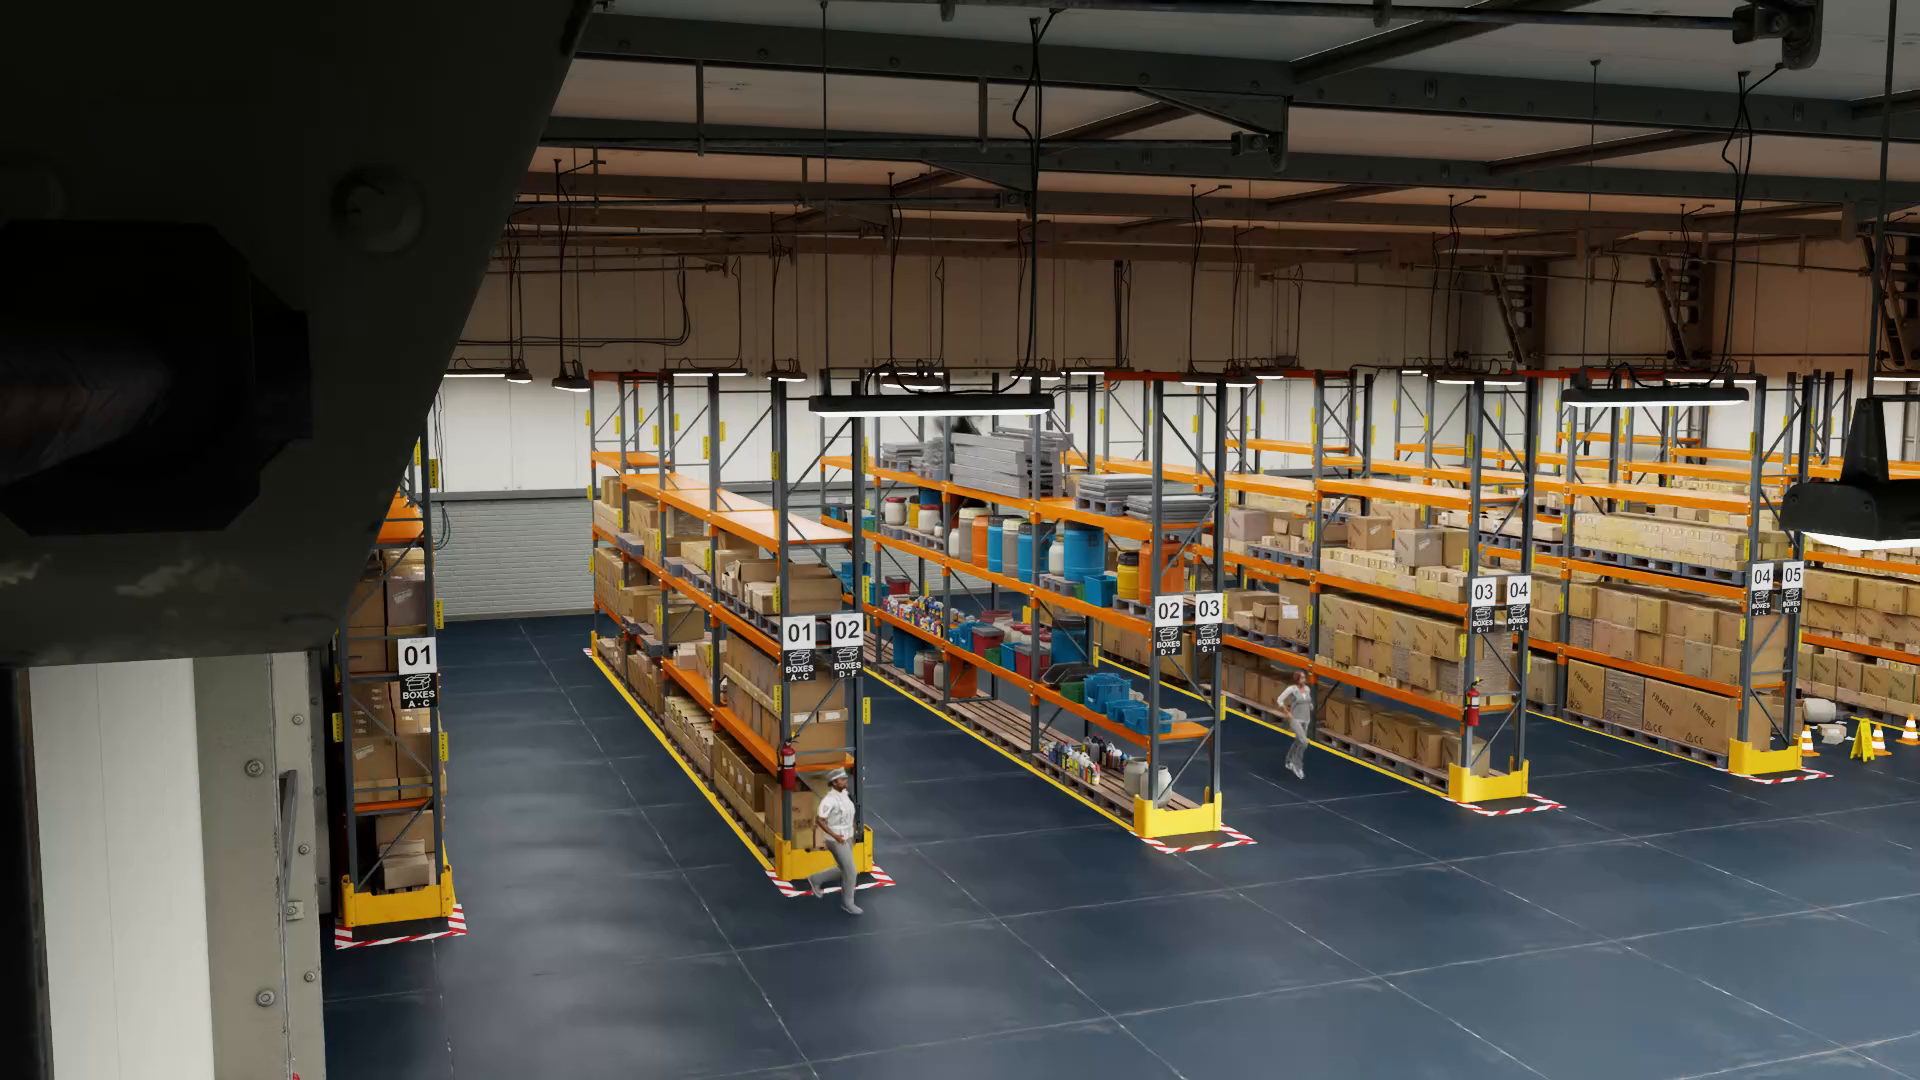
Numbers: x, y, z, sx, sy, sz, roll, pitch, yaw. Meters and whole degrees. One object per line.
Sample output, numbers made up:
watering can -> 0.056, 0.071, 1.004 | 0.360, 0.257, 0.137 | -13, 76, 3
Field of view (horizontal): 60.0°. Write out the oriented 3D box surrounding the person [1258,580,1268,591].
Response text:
person -> 7.505, 0.801, 41.802 | 0.916, 1.698, 0.538 | -3, 7, -23

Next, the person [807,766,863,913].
person -> -1.419, 3.408, 18.988 | 0.693, 1.694, 0.624 | 2, 7, 19

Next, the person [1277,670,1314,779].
person -> 5.079, 2.772, 24.962 | 0.509, 1.612, 0.615 | -4, 7, -31
